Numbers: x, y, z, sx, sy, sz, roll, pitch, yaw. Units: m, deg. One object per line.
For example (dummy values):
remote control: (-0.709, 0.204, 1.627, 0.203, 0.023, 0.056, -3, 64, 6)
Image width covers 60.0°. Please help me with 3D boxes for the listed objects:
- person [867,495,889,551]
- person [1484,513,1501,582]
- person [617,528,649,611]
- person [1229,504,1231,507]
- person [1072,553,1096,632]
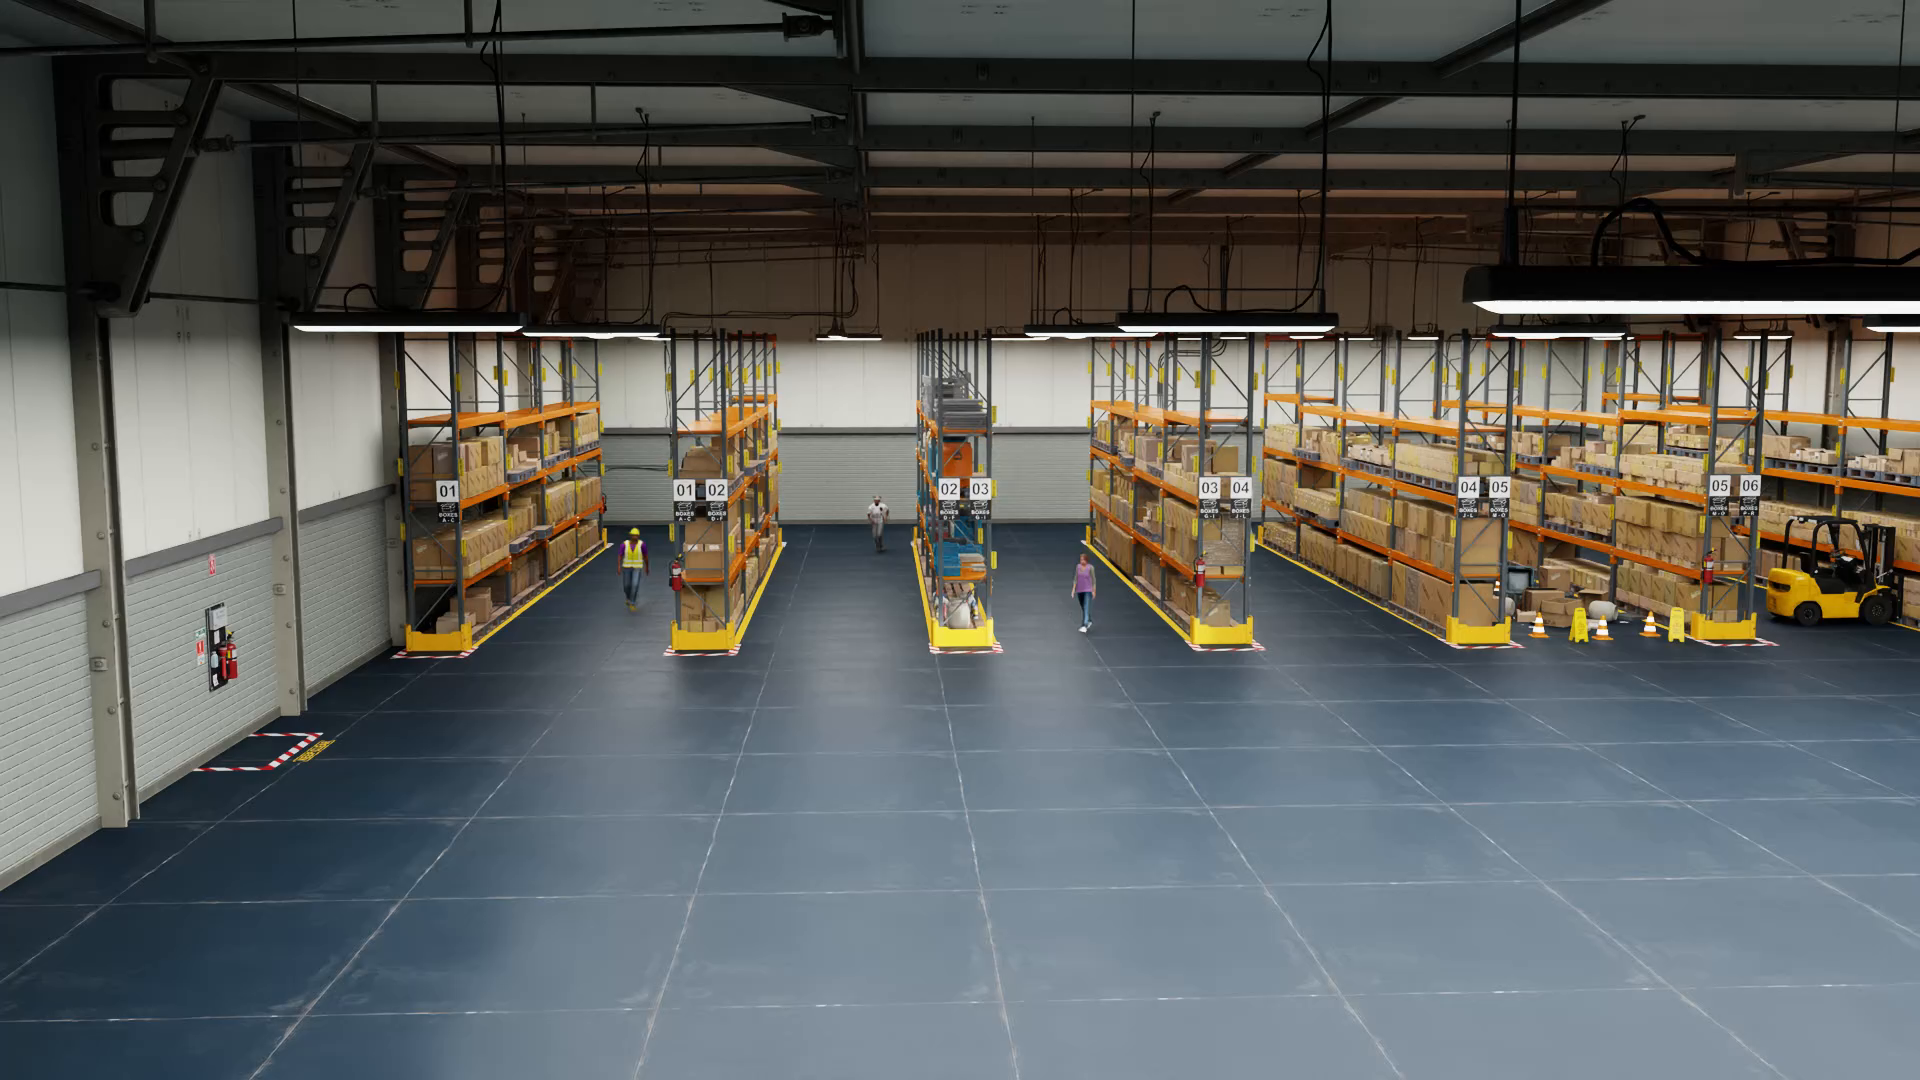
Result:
person: (-2.253, -0.468, 45.887, 0.584, 1.592, 0.733, 1, 7, 7)
person: (12.928, 0.157, 39.969, 0.521, 1.809, 0.574, -2, 7, -20)
person: (-7.101, 0.623, 36.117, 0.665, 1.765, 0.773, -1, 7, -9)
person: (8.154, -0.896, 48.696, 0.808, 1.754, 0.585, -4, 8, -33)
person: (2.490, 1.032, 33.220, 0.426, 1.563, 0.817, 5, 8, 37)
